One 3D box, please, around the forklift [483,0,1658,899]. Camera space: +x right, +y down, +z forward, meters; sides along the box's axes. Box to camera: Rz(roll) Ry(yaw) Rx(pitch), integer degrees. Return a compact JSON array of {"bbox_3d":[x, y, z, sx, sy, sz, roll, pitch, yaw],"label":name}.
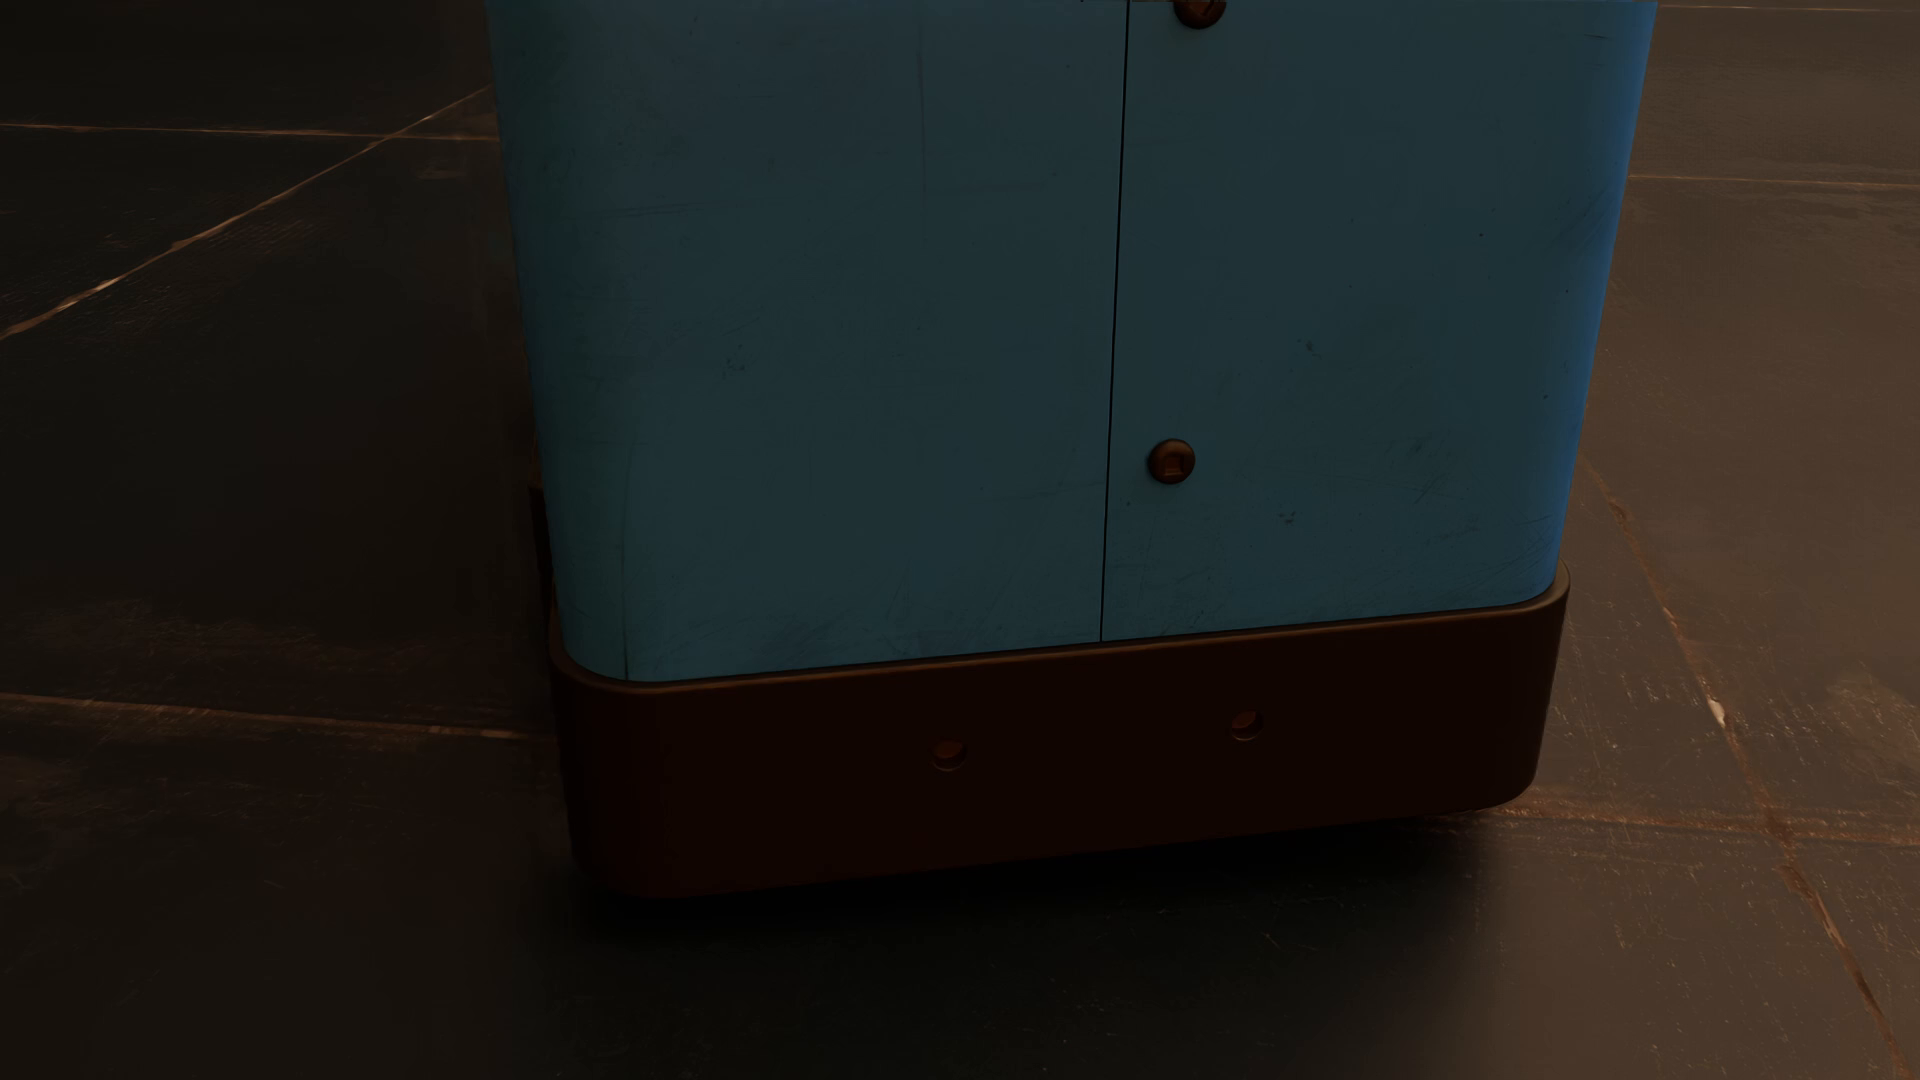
[{"bbox_3d":[-0.128,-1.593,2.410,1.130,2.935,3.031,-5,27,-9],"label":"forklift"}]
